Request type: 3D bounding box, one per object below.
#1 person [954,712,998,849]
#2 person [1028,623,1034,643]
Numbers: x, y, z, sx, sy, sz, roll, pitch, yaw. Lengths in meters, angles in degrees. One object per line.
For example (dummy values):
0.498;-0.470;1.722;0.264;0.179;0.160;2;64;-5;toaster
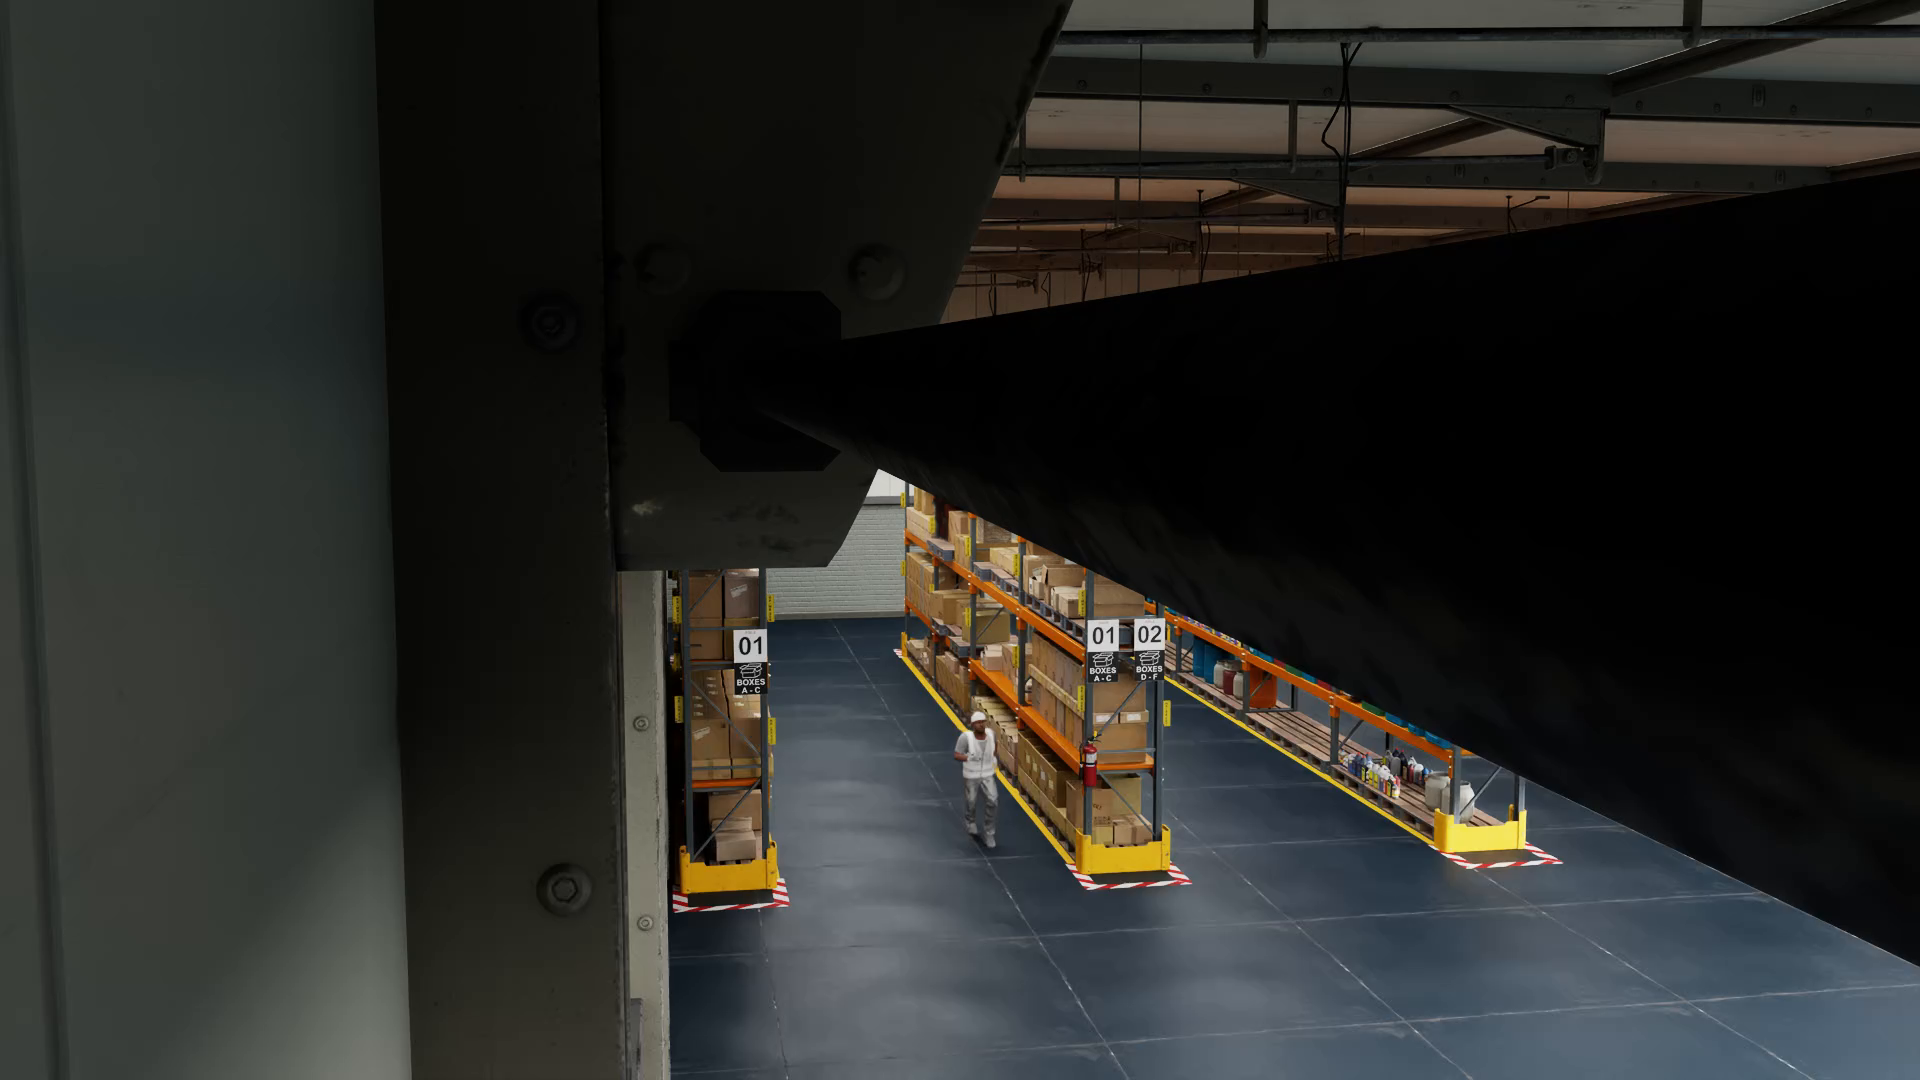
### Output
0.222;3.166;22.133;0.655;1.822;0.816;-1;6;-13;person
1.443;1.583;35.396;0.598;1.772;0.661;-2;6;-15;person
